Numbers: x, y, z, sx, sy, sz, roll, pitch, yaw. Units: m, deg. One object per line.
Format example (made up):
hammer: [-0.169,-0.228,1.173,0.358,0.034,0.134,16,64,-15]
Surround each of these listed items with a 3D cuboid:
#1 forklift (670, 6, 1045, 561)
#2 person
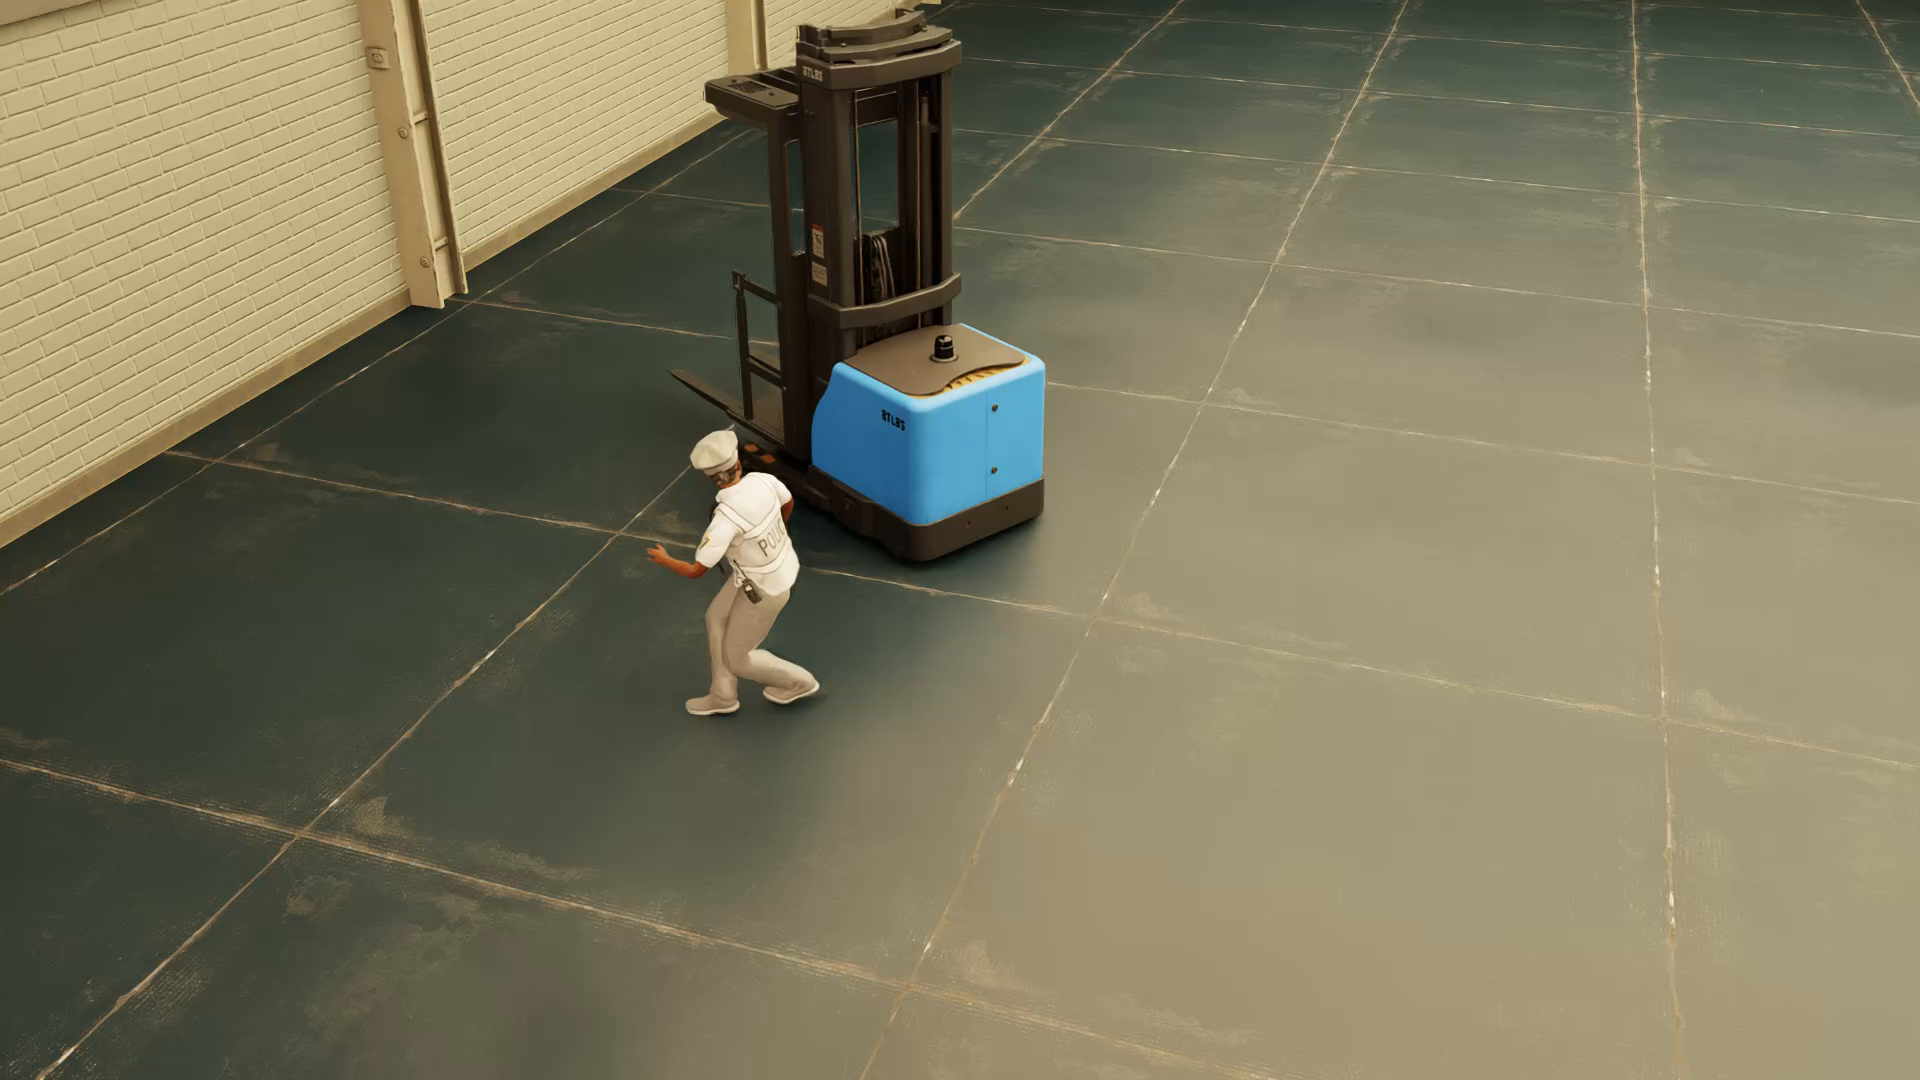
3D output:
forklift: [-0.815,-1.804,10.301,1.130,2.935,3.031,-23,37,-34]
person: [-1.128,0.140,8.311,0.805,1.554,0.785,4,30,7]
